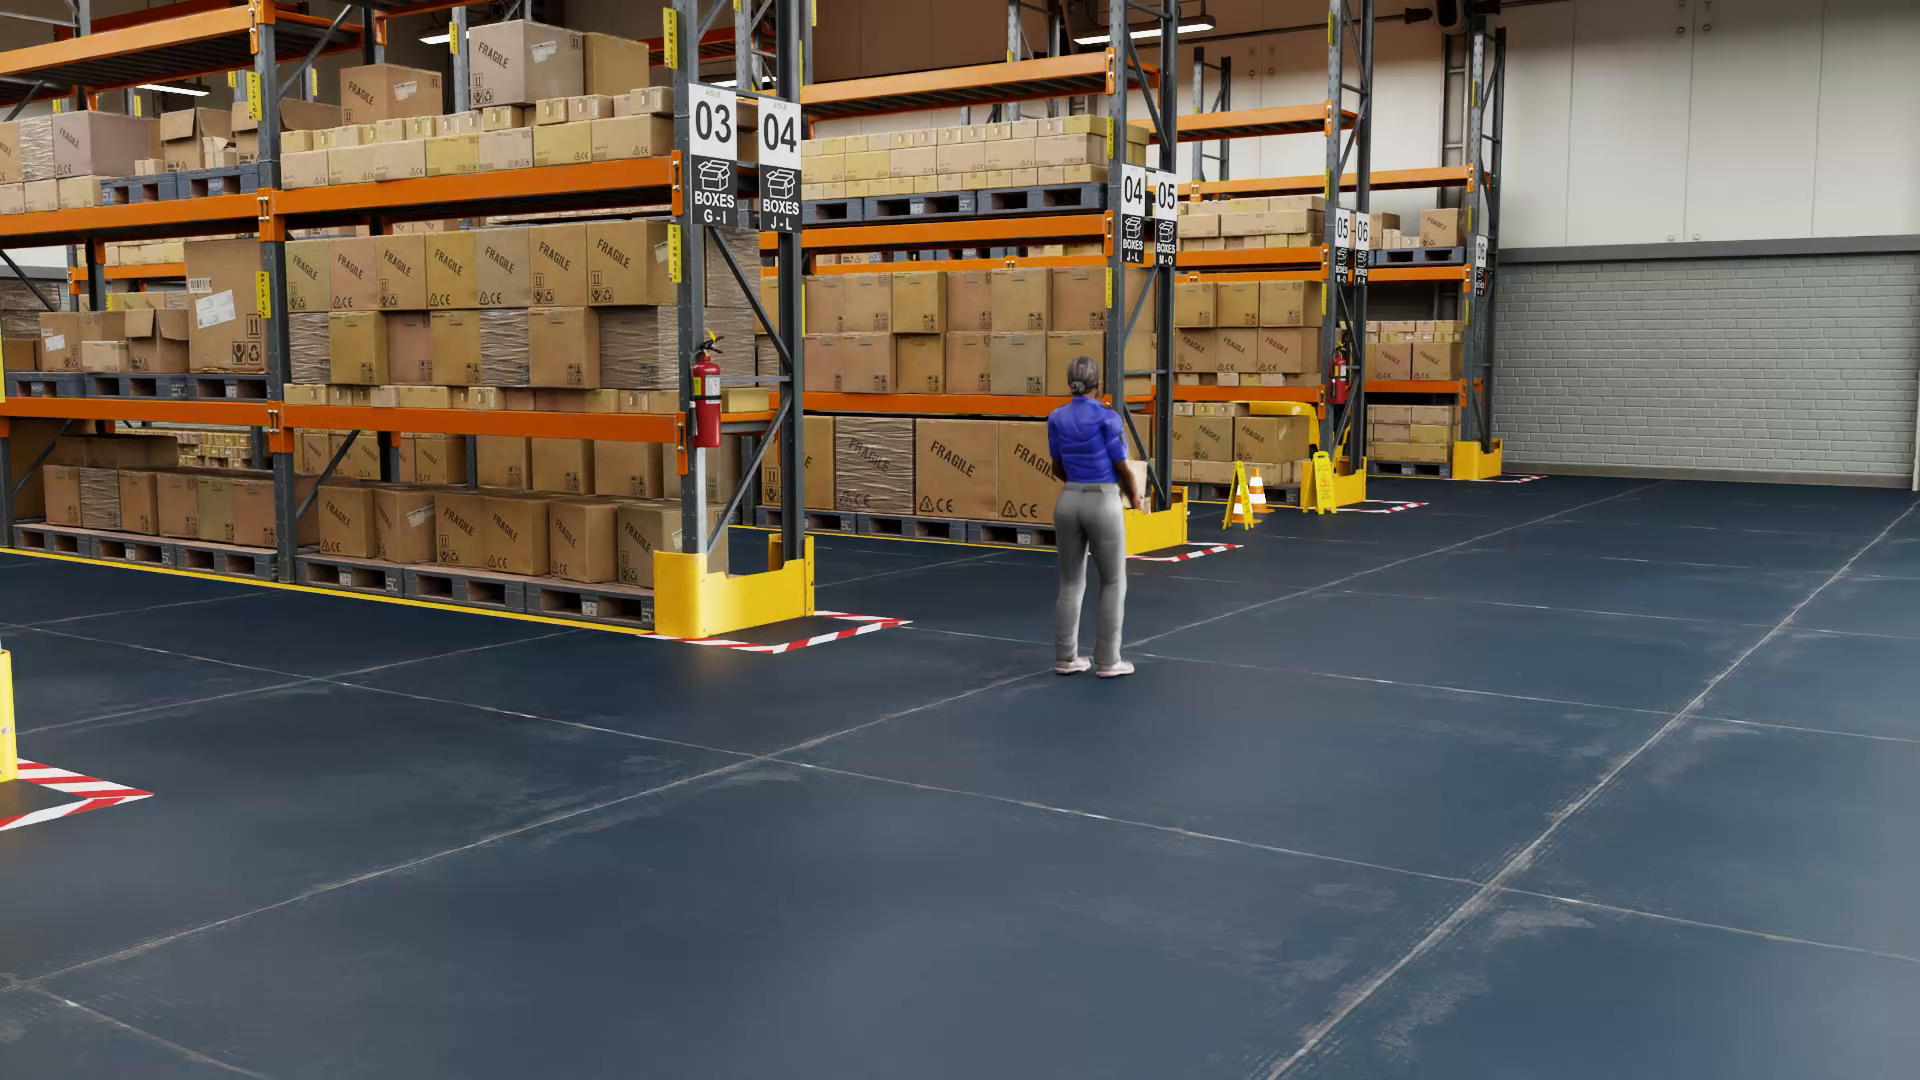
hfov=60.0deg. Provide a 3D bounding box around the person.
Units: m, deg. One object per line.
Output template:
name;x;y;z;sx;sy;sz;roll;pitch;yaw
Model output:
person;0.714;-0.126;8.655;0.460;1.653;0.500;4;8;33
